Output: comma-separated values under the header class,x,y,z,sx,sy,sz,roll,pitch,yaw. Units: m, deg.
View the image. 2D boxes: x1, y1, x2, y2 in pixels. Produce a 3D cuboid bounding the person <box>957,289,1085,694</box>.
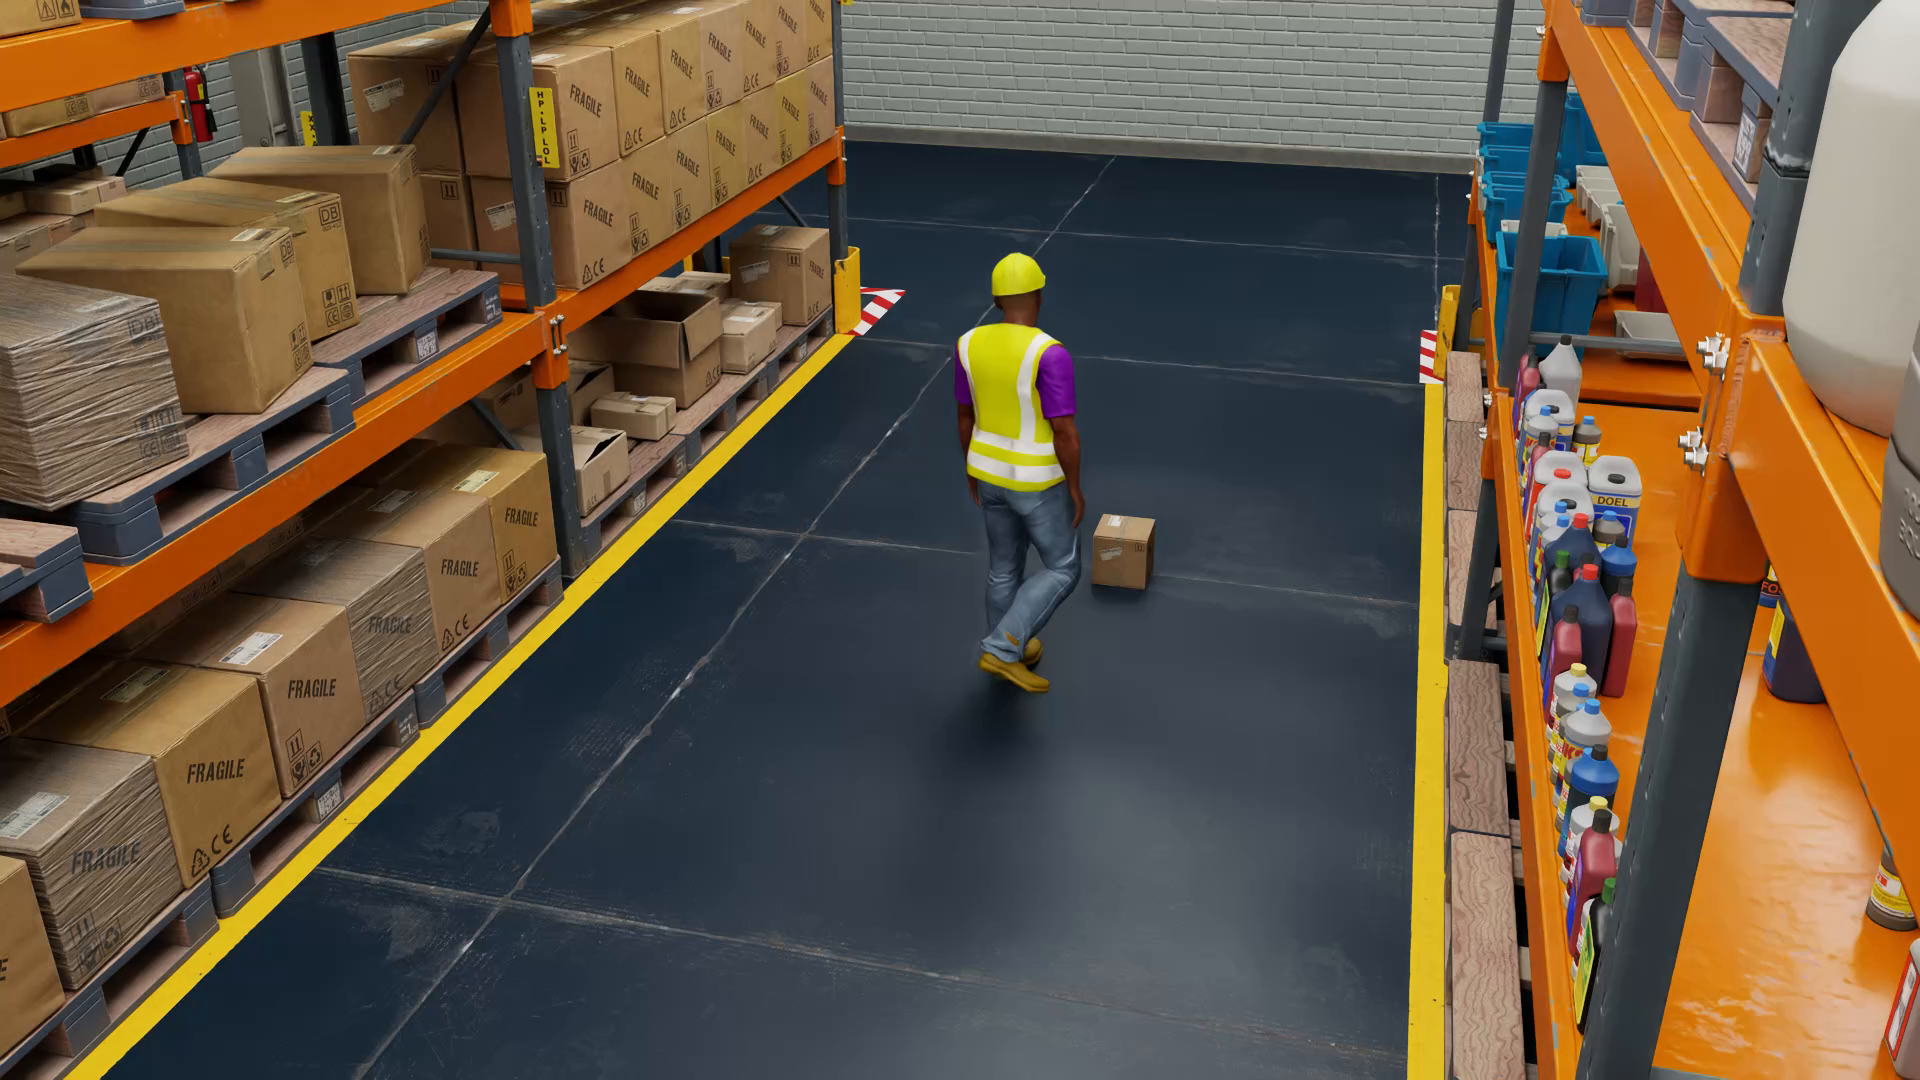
class,x,y,z,sx,sy,sz,roll,pitch,yaw
person,12.238,-3.717,5.481,17.705,9.000,17.581,21,32,38
